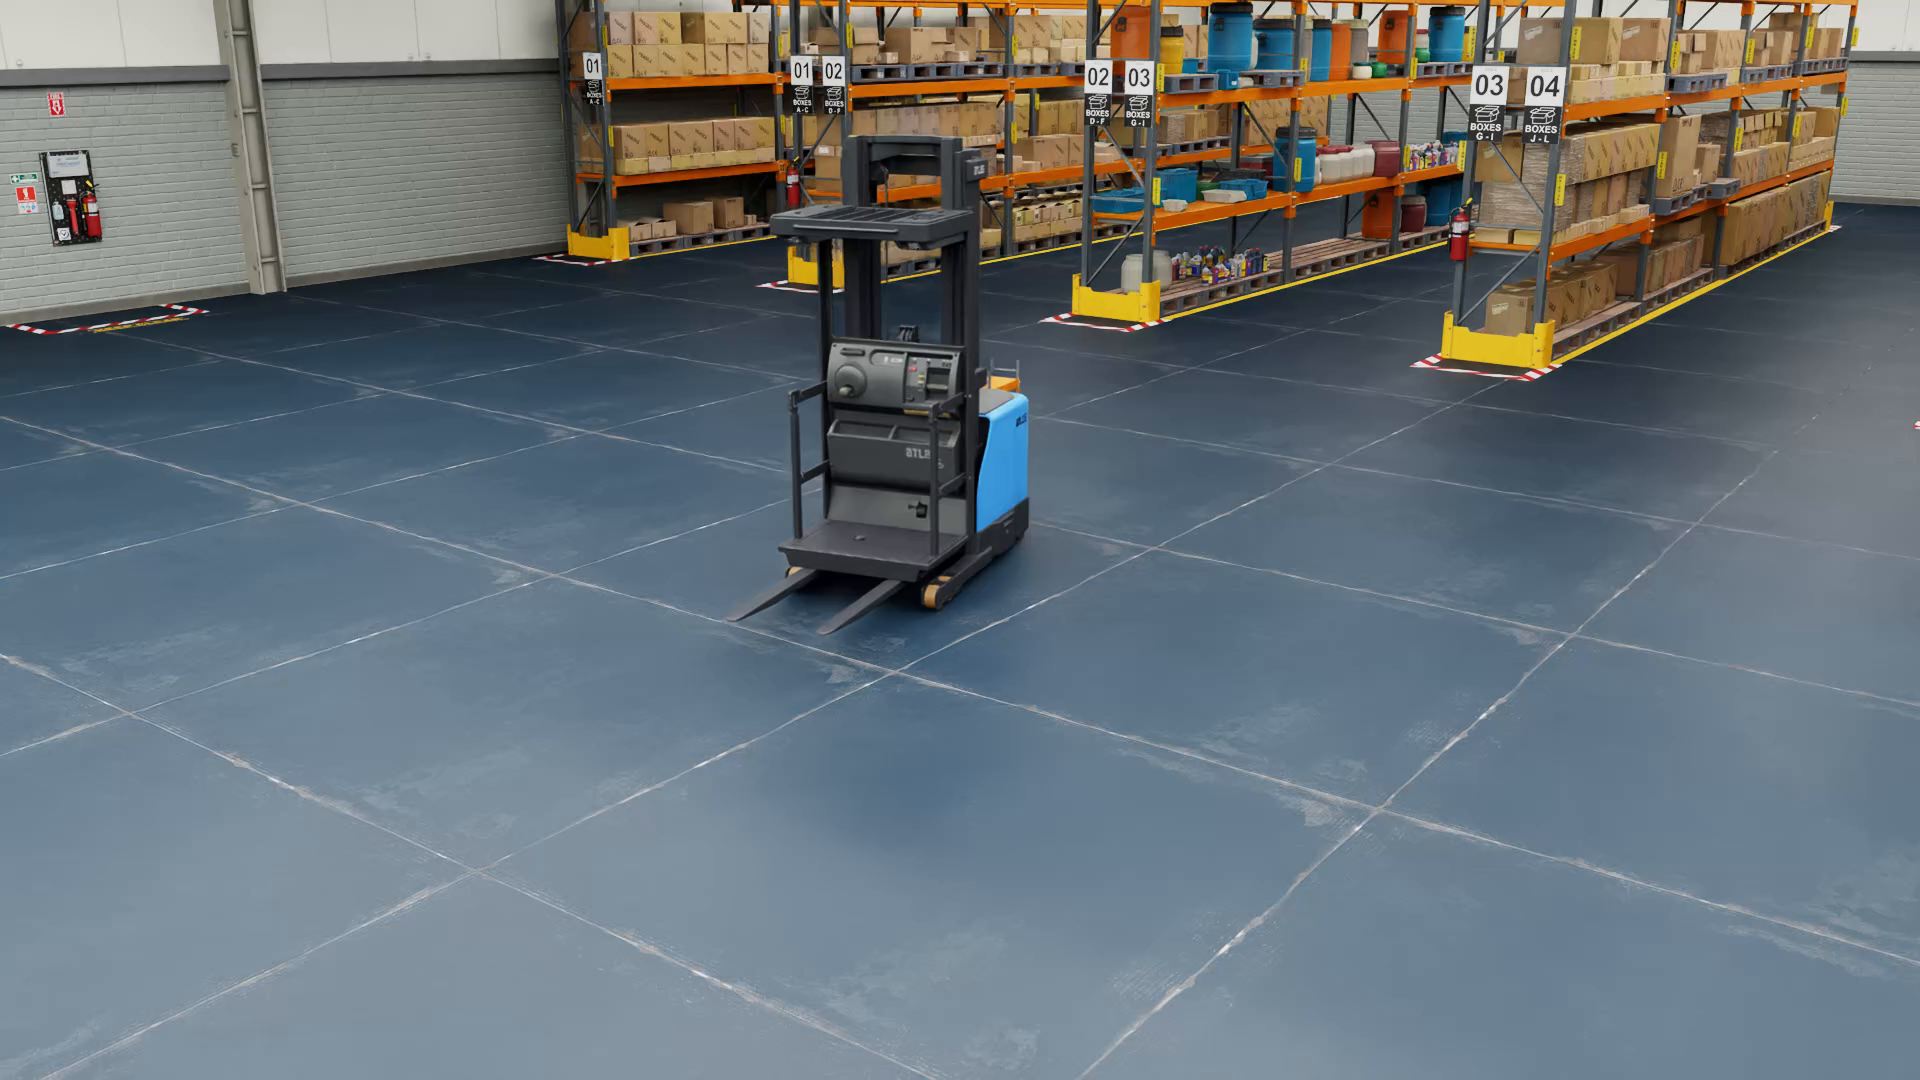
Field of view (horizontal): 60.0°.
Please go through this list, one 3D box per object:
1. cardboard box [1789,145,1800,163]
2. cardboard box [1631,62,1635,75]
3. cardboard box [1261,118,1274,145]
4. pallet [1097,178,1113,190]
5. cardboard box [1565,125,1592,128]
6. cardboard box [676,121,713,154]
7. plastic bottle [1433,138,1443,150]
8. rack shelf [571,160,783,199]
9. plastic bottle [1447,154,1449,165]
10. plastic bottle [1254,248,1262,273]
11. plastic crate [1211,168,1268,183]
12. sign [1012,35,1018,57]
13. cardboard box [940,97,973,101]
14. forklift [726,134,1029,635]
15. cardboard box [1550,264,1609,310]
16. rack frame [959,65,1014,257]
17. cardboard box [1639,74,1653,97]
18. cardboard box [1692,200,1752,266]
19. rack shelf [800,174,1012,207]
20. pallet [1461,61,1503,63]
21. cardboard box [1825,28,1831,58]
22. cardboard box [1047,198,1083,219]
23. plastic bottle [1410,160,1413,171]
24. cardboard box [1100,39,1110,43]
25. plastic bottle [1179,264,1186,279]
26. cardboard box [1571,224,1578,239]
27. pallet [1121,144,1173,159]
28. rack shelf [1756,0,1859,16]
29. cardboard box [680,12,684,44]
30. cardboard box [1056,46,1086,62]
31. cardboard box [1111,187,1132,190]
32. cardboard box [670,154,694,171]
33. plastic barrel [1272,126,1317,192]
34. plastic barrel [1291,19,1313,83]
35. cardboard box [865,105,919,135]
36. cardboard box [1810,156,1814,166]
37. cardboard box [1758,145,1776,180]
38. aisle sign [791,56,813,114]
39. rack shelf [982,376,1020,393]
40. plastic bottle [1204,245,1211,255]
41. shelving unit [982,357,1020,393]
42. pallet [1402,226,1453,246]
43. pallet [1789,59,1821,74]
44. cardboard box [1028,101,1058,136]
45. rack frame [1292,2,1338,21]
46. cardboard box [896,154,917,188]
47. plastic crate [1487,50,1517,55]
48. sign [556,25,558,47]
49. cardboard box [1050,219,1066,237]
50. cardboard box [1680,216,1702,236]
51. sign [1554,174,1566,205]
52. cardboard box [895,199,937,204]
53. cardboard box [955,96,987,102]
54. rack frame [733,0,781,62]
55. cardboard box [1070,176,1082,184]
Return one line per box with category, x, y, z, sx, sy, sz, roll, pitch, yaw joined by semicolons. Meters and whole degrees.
cardboard box;13.625;-6.427;27.635;0.500;0.250;0.500;12;21;34
cardboard box;7.737;-5.567;19.637;0.380;0.149;0.250;13;22;37
cardboard box;6.006;-8.286;33.700;0.500;0.500;0.500;13;21;36
pallet;3.170;-8.334;38.725;1.003;0.211;1.213;12;21;35
cardboard box;7.300;-4.753;20.134;0.500;0.500;0.500;12;21;35
cardboard box;-4.510;-6.779;27.969;0.500;0.500;0.500;13;22;36
plastic bottle;8.663;-7.107;30.154;0.144;0.351;0.185;12;21;35
rack shelf;-4.758;-6.192;28.338;1.077;0.370;4.000;12;21;35
plastic bottle;8.398;-6.594;28.754;0.097;0.201;0.097;0;17;0
plastic bottle;4.238;-4.002;23.797;0.144;0.351;0.185;12;21;33
plastic crate;3.976;-5.129;23.808;0.767;0.338;0.504;12;21;35
sign;0.861;-7.757;26.101;0.100;0.325;0.005;12;21;35
cardboard box;-0.091;-8.832;33.660;0.500;0.250;0.500;13;21;35
forklift;-0.521;-1.088;10.804;1.130;2.935;3.031;7;19;21
cardboard box;7.762;-3.167;20.890;0.500;0.500;0.500;-12;21;-33
rack frame;0.414;-6.137;26.949;1.000;3.000;0.127;12;21;35
cardboard box;7.986;-5.469;19.994;0.500;0.250;0.500;13;22;36
cardboard box;11.179;-4.685;25.147;1.225;0.875;0.875;11;21;32
rack shelf;-0.777;-5.317;25.522;1.077;0.370;4.000;12;21;35
pallet;8.768;-8.305;29.190;1.213;0.211;1.003;12;21;35
cardboard box;14.819;-8.727;29.184;0.700;0.500;0.500;12;21;33
cardboard box;1.776;-5.713;28.567;0.500;0.311;0.500;13;22;36
plastic bottle;7.440;-6.211;27.521;0.097;0.201;0.097;0;17;0
cardboard box;3.051;-11.134;37.356;0.500;0.250;0.500;11;21;33
plastic bottle;3.115;-3.768;23.295;0.097;0.201;0.097;0;17;0
cardboard box;6.803;-3.515;18.929;0.380;0.149;0.250;12;21;35
pallet;3.145;-7.172;30.605;1.213;0.211;1.003;12;21;35
rack shelf;14.326;-9.098;28.255;1.077;0.370;4.000;12;21;35
cardboard box;-4.969;-8.539;27.737;0.500;0.500;0.500;12;21;35
cardboard box;1.925;-8.271;28.307;0.500;0.250;0.500;12;21;34
cardboard box;3.166;-6.371;31.173;0.500;0.500;0.500;13;22;37
cardboard box;-4.798;-6.304;27.704;0.500;0.250;0.500;12;21;34
plastic barrel;4.864;-5.539;24.177;0.600;0.901;0.708;12;21;35
plastic barrel;4.908;-7.248;24.624;0.600;0.901;0.600;0;17;0
cardboard box;-1.040;-6.220;24.859;0.700;0.500;0.500;13;21;35
cardboard box;14.505;-6.555;28.716;0.380;0.149;0.250;12;21;33
cardboard box;12.469;-5.937;26.136;0.500;0.500;0.500;12;21;34
aisle sign;-2.244;-6.462;23.612;0.394;0.787;0.004;12;21;35
rack shelf;0.230;-1.117;12.492;0.258;0.148;0.480;9;19;26
plastic bottle;3.576;-4.087;24.072;0.144;0.351;0.185;13;22;36
shelving unit;0.230;-0.742;12.609;0.258;1.200;0.503;9;19;26
pallet;7.937;-5.367;29.169;1.003;0.211;1.213;12;21;35
pallet;13.630;-7.874;27.635;1.003;0.211;1.213;12;21;35
cardboard box;1.537;-9.187;36.263;0.980;0.700;0.700;13;21;36
rack frame;7.564;-11.860;35.263;1.000;3.000;0.127;12;21;35
cardboard box;-1.071;-5.584;25.000;0.700;0.500;0.500;13;21;35
plastic crate;10.409;-9.207;31.880;0.504;0.338;0.767;12;21;35
sign;-6.383;-8.017;26.452;0.100;0.325;0.005;12;21;35
cardboard box;1.466;-5.322;28.253;0.500;0.250;0.500;12;21;33
cardboard box;10.376;-4.548;24.040;0.500;0.250;0.500;13;22;37
sign;6.420;-3.751;17.804;0.100;0.325;0.005;12;21;35
cardboard box;-0.709;-5.089;26.239;0.500;0.500;0.500;12;21;35
cardboard box;0.208;-8.955;34.055;0.500;0.250;0.500;12;21;34
rack frame;-3.566;-9.877;28.875;1.000;3.000;0.127;12;21;35
cardboard box;2.338;-8.325;37.500;0.700;0.500;0.500;13;21;36
